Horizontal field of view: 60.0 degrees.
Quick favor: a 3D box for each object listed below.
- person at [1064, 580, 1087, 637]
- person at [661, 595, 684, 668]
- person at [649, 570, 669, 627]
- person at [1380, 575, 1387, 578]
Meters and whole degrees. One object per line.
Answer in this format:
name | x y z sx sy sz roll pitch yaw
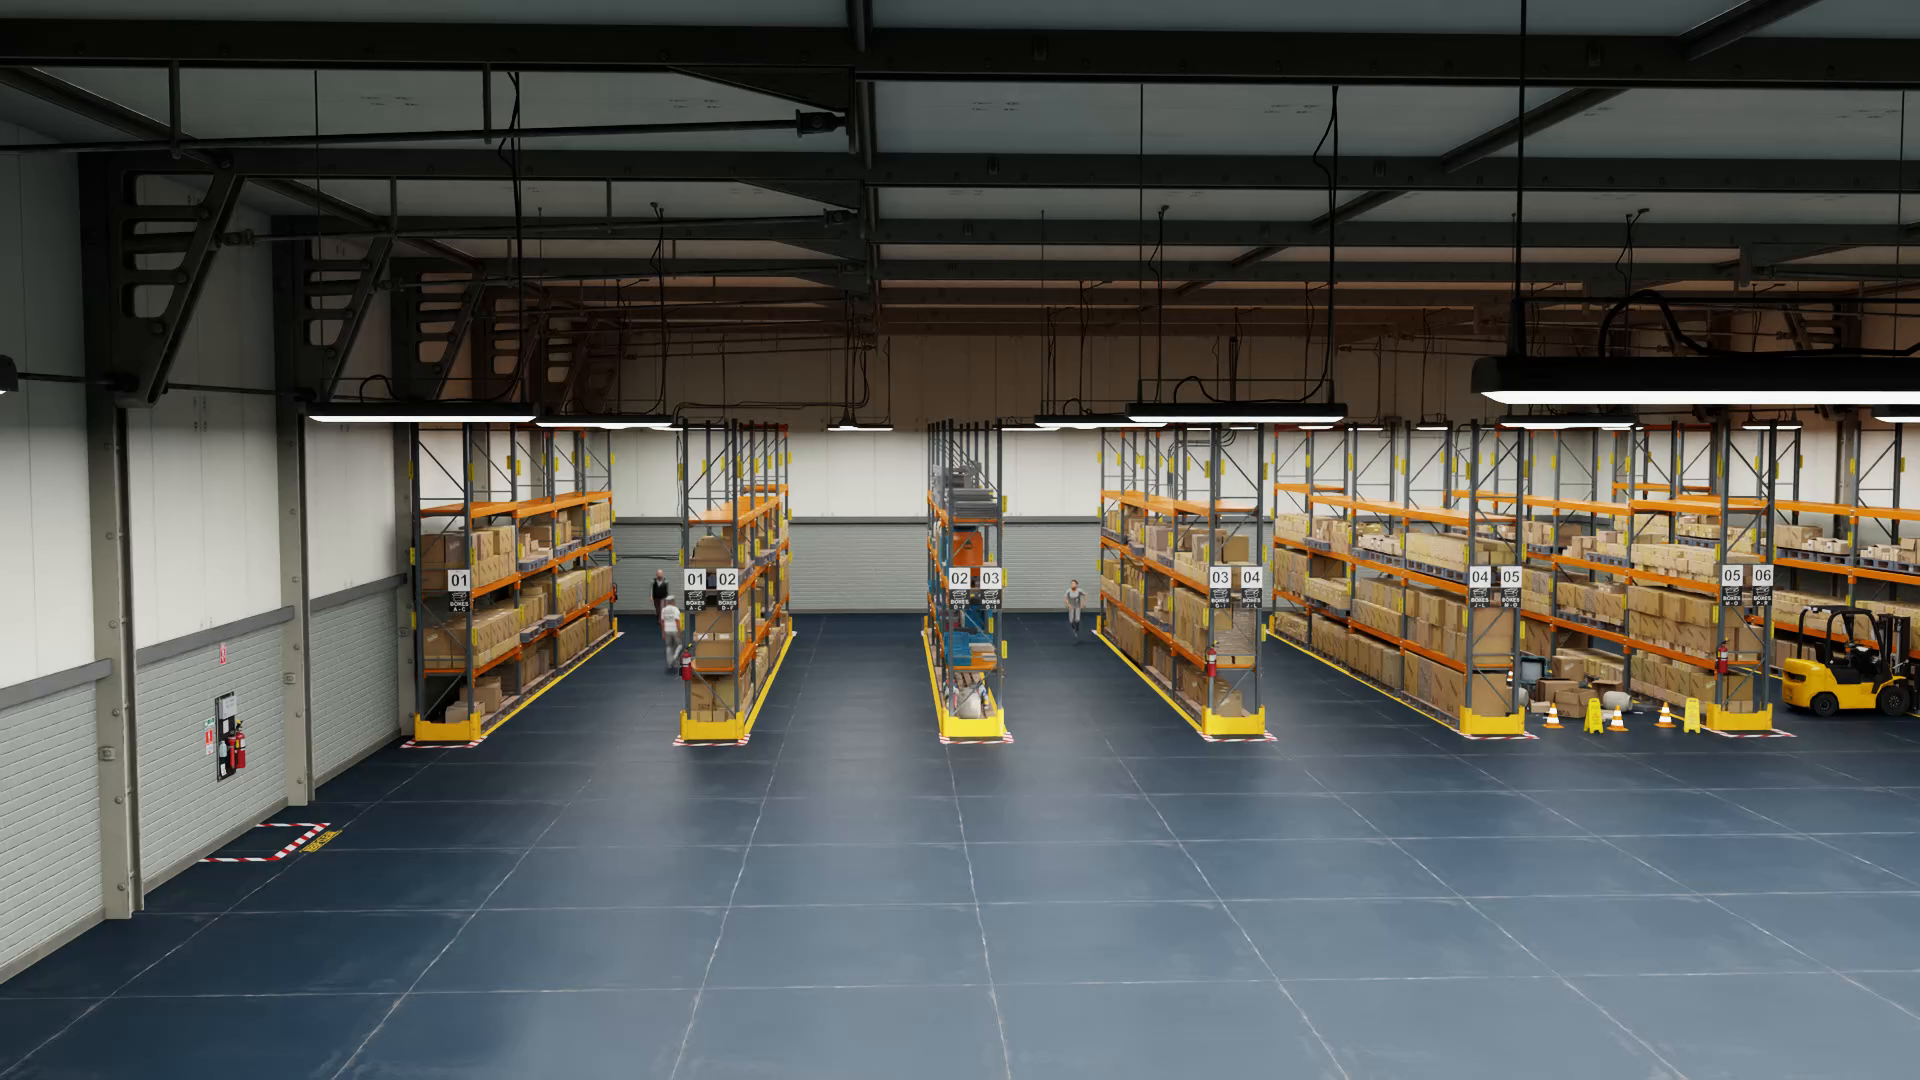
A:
person | 3.156 1.854 45.321 0.607 1.571 0.696 1 4 8
person | -7.025 2.236 40.619 0.598 1.759 0.541 1 4 8
person | -8.912 1.724 49.191 0.538 1.658 1.069 0 4 1
person | 12.216 1.821 48.003 1.016 1.595 0.434 1 4 21
